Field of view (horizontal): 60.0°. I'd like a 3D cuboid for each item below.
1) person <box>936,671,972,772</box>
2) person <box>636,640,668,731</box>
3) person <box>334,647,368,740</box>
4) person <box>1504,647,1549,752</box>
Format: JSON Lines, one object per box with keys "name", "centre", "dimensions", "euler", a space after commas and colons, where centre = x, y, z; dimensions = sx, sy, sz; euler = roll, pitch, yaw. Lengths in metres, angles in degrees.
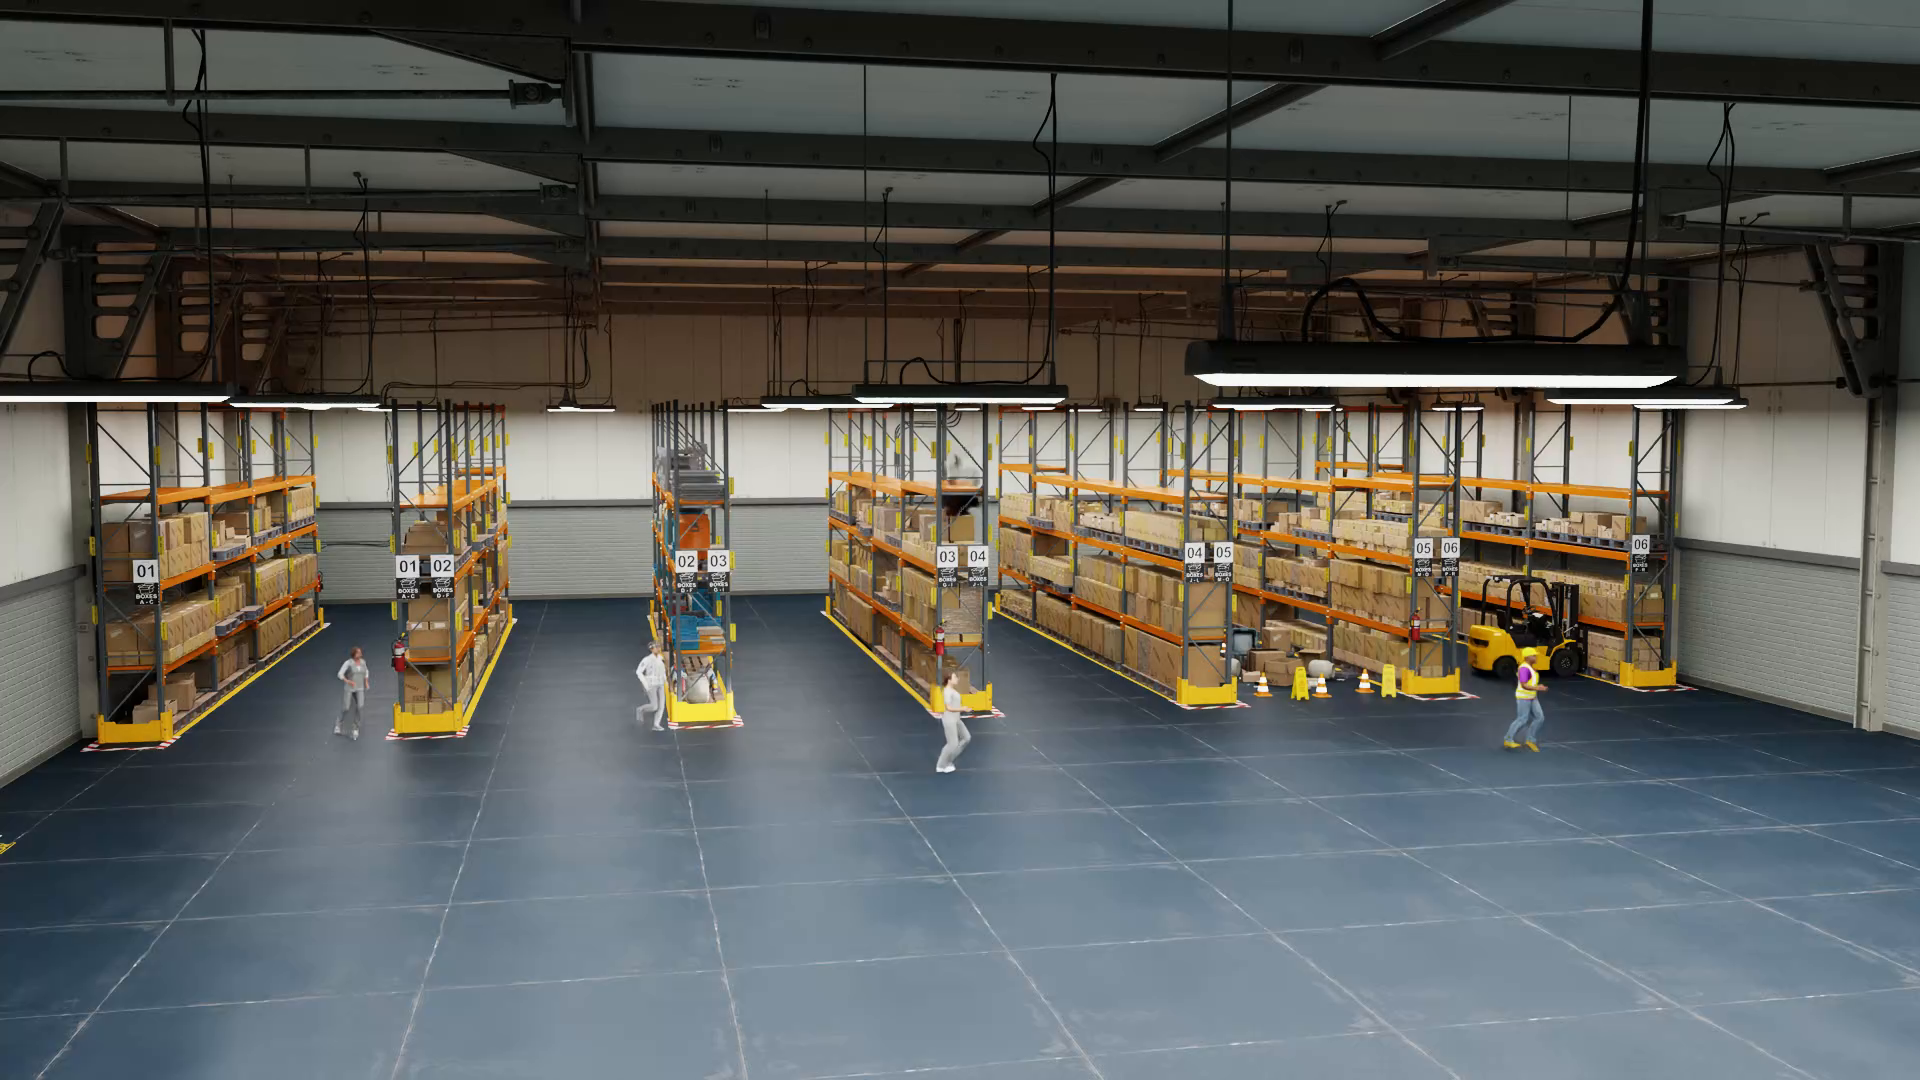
{"name": "person", "centre": [-0.083, 2.892, 26.546], "dimensions": [0.605, 1.629, 0.523], "euler": [1, 4, 13]}
{"name": "person", "centre": [-5.574, 2.629, 30.241], "dimensions": [0.646, 1.637, 0.649], "euler": [3, 5, 38]}
{"name": "person", "centre": [-10.799, 2.702, 29.646], "dimensions": [0.608, 1.608, 0.723], "euler": [-4, 6, -40]}
{"name": "person", "centre": [9.646, 2.733, 28.248], "dimensions": [0.744, 1.840, 0.726], "euler": [3, 5, 35]}
